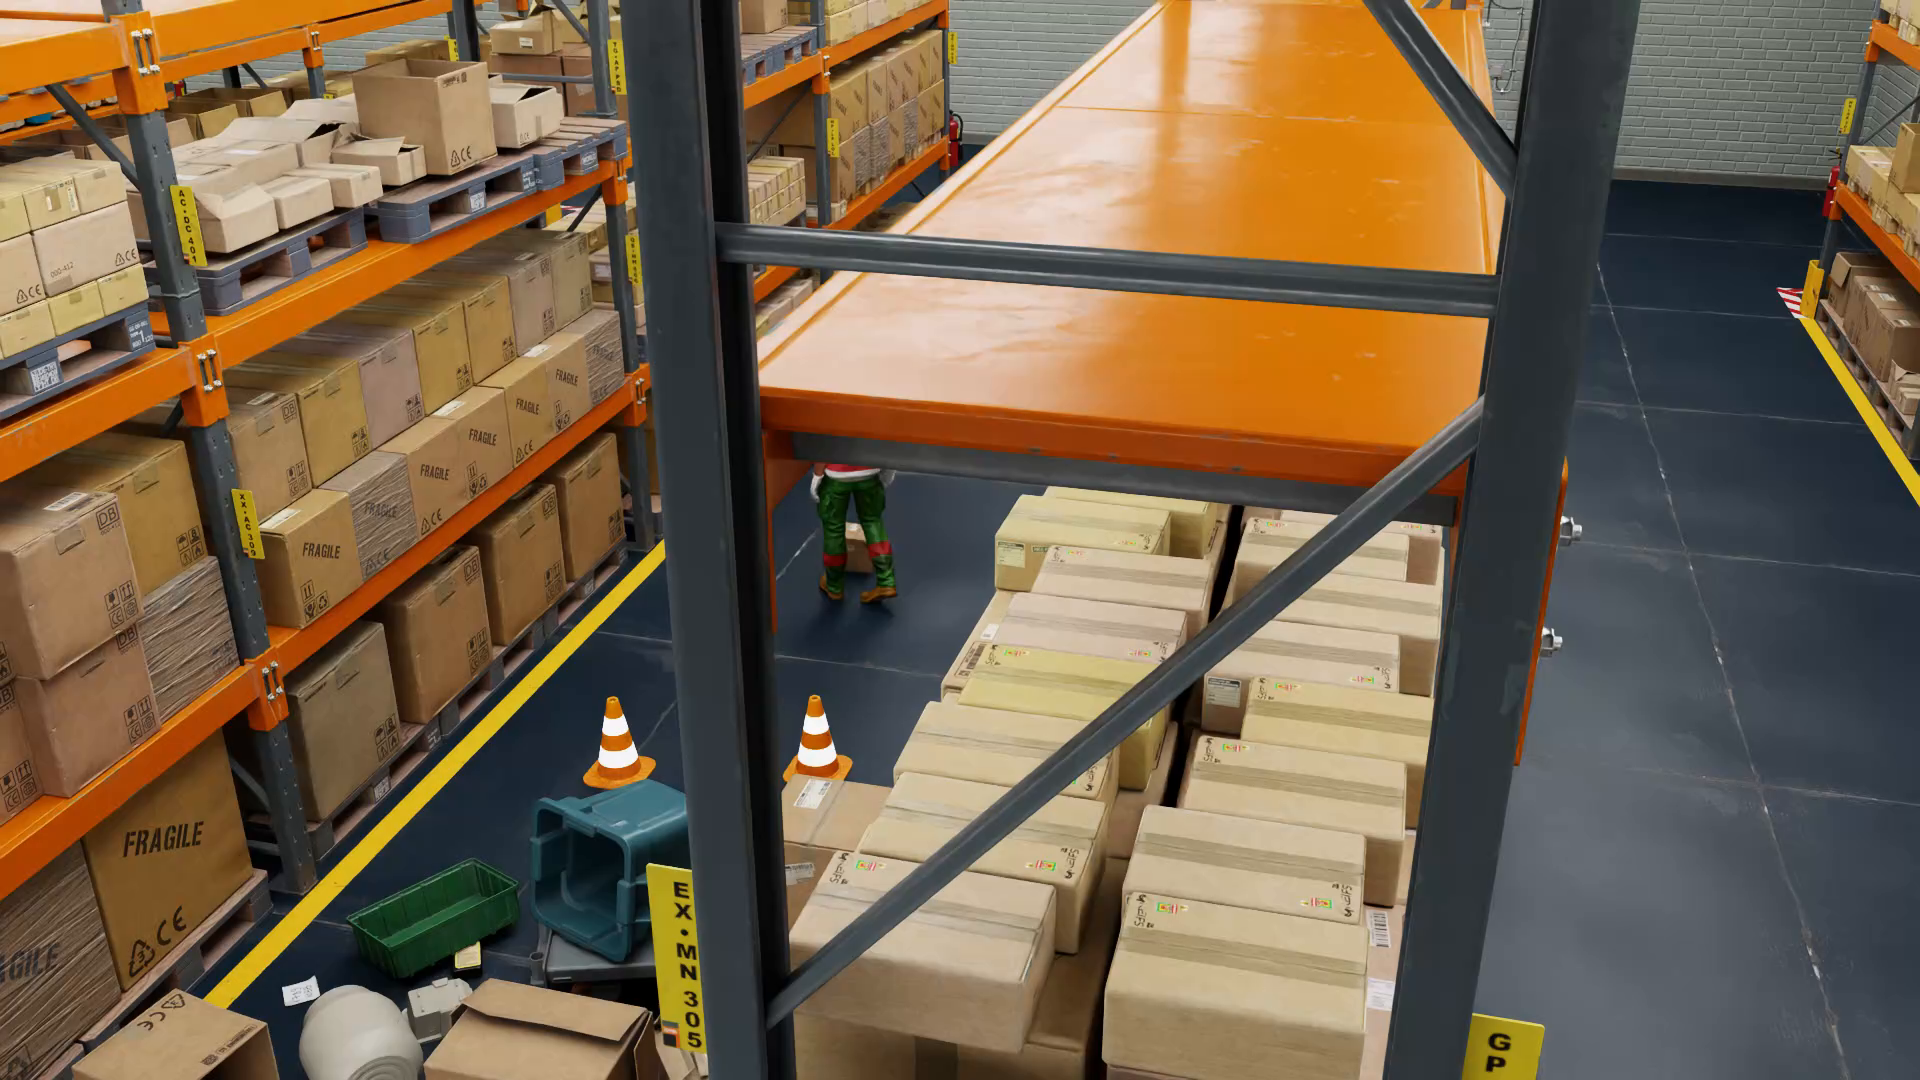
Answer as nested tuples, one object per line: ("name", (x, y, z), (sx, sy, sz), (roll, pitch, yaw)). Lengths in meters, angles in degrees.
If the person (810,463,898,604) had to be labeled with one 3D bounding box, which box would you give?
("person", (-0.690, -0.326, 10.658), (0.572, 1.547, 0.572), (-10, 27, -20))
